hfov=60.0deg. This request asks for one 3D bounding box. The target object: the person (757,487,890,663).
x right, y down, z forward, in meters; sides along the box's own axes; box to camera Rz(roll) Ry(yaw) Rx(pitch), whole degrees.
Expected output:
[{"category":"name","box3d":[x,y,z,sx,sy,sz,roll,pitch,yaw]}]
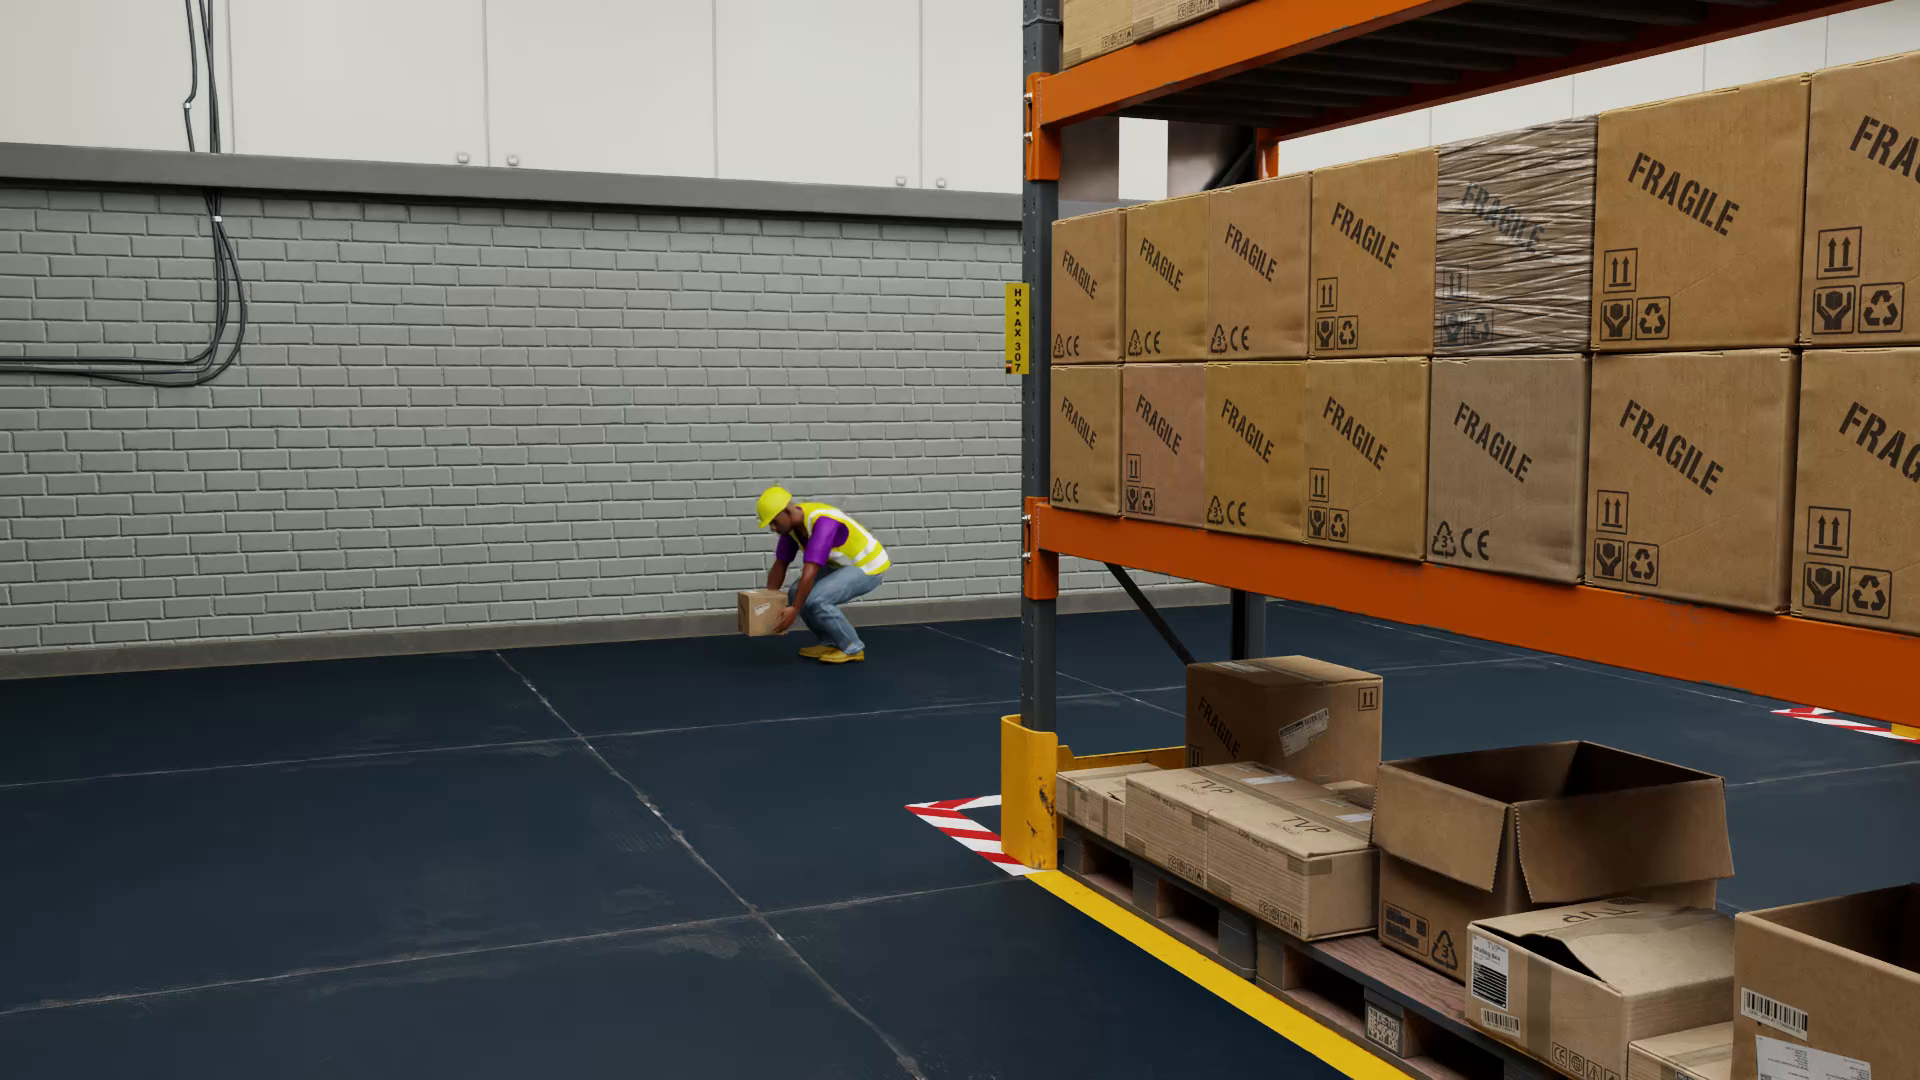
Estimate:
[{"category":"person","box3d":[-0.856,0.213,10.401,0.860,1.111,0.603,-2,6,-24]}]
